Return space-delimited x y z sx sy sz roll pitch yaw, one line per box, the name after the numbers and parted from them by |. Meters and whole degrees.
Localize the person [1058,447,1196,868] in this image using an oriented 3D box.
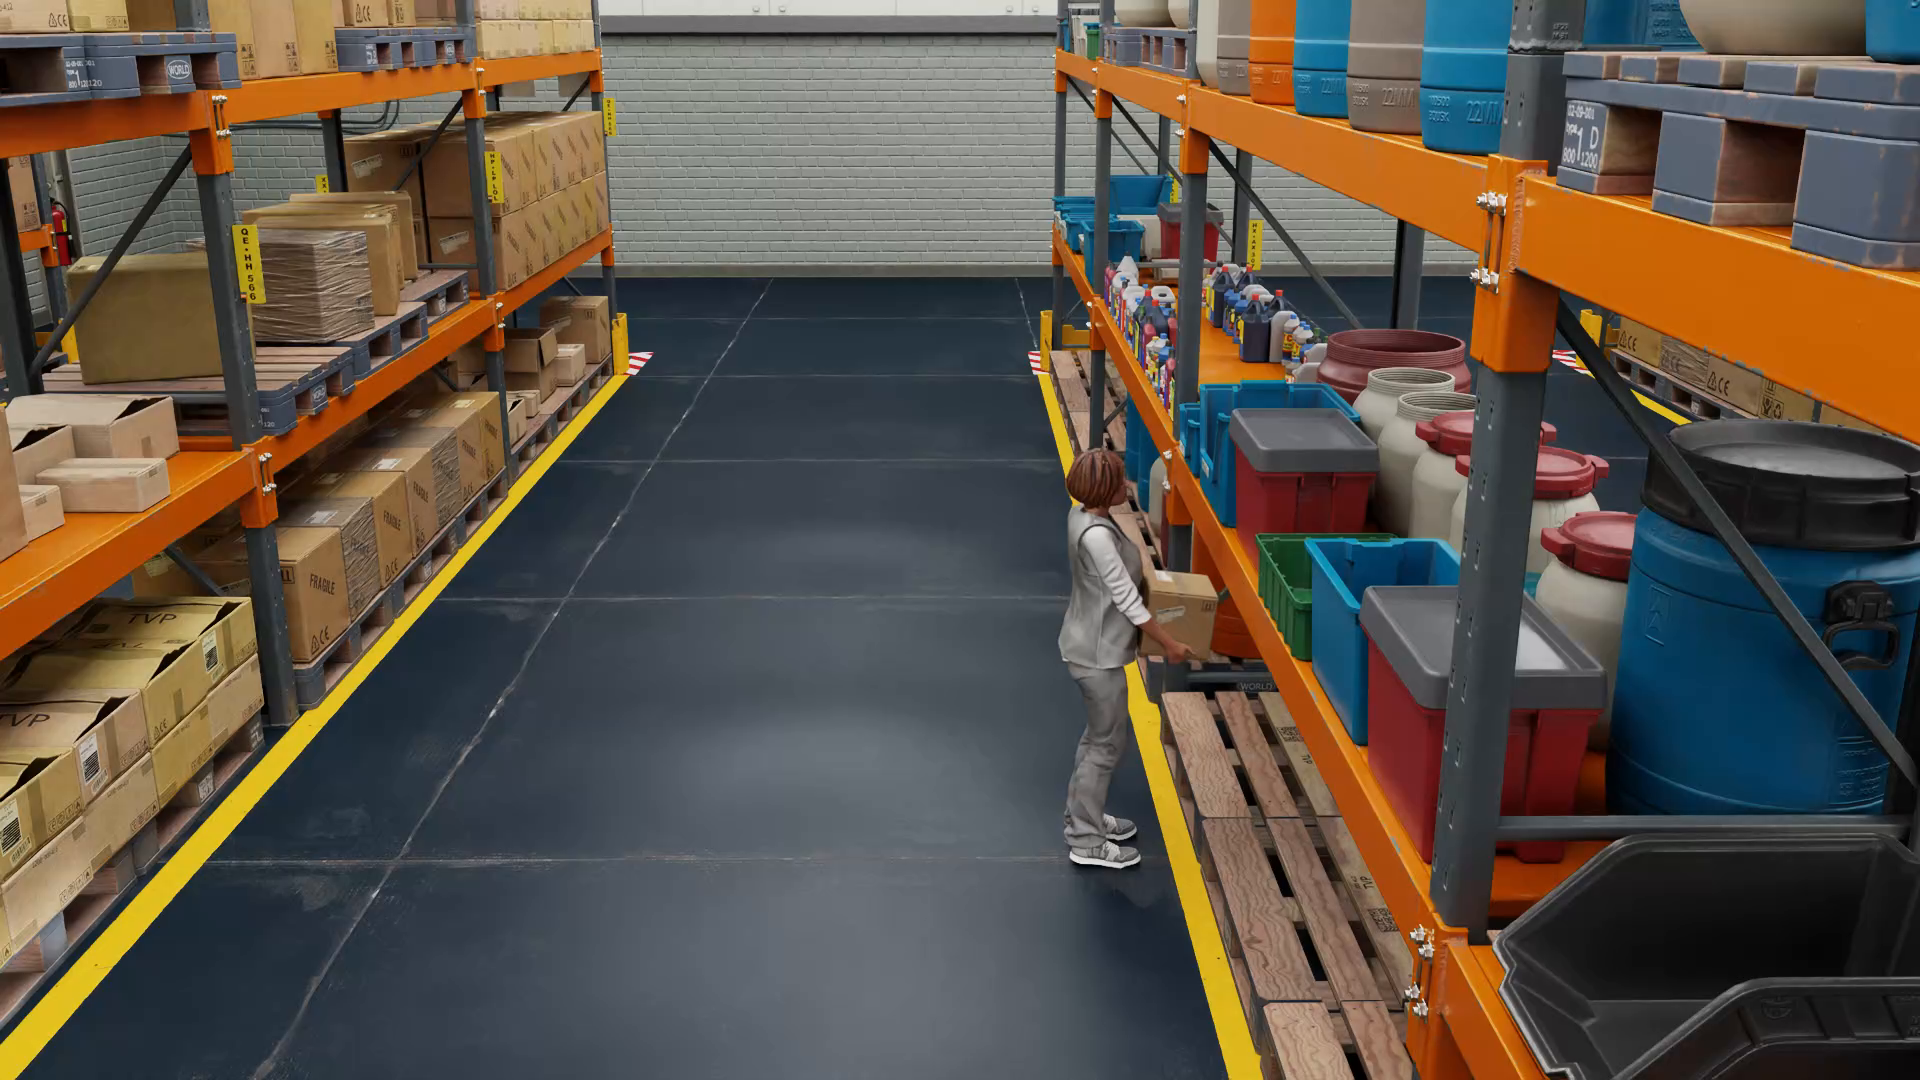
0.611 0.434 6.187 0.491 1.597 0.402 0 17 -1 | person
